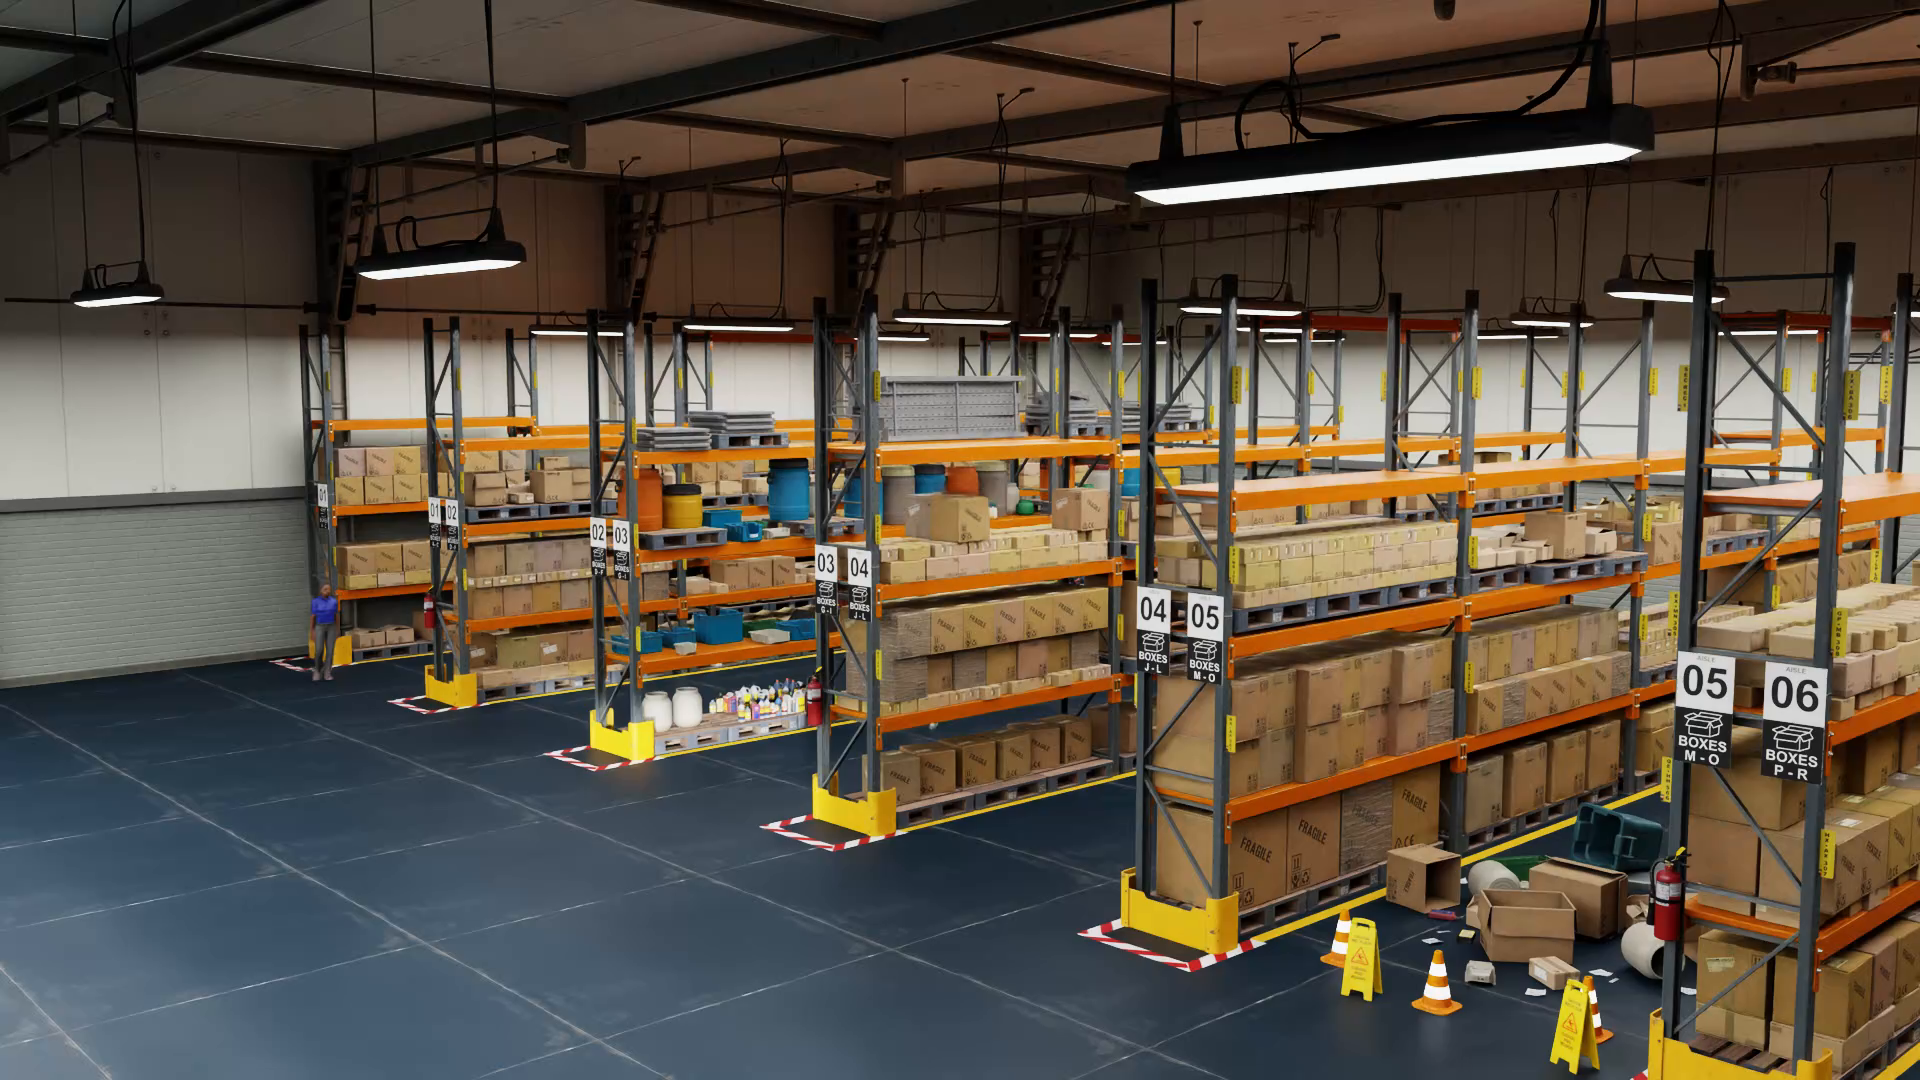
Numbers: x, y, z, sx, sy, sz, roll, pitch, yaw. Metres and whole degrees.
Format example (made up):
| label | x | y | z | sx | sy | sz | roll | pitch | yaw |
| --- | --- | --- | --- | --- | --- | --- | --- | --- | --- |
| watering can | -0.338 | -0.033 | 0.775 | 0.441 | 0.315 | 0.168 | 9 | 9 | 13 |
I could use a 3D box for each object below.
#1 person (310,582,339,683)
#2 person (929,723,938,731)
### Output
| label | x | y | z | sx | sy | sz | roll | pitch | yaw |
| --- | --- | --- | --- | --- | --- | --- | --- | --- | --- |
| person | -10.591 | 1.544 | 27.747 | 0.482 | 1.659 | 0.409 | -5 | 8 | -41 |
| person | -0.413 | 1.937 | 24.288 | 0.610 | 1.598 | 0.745 | 2 | 6 | 15 |
